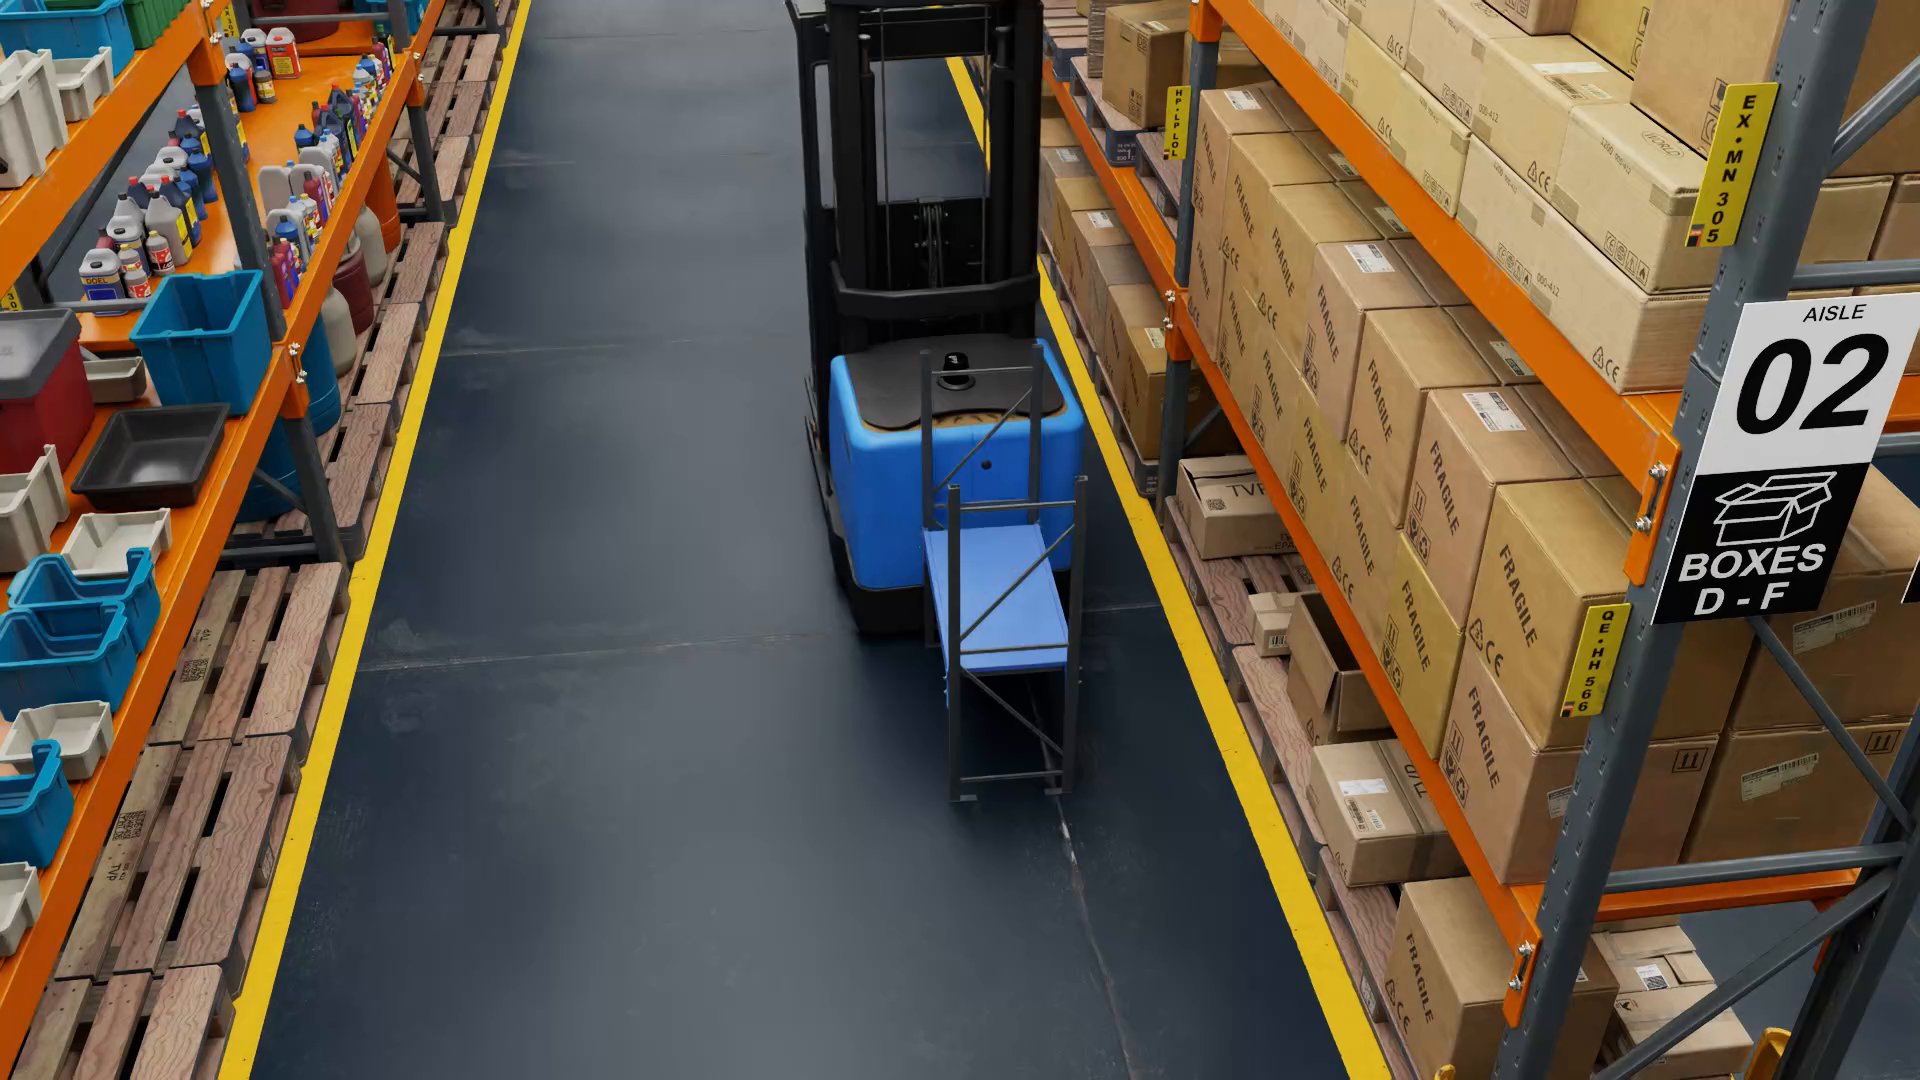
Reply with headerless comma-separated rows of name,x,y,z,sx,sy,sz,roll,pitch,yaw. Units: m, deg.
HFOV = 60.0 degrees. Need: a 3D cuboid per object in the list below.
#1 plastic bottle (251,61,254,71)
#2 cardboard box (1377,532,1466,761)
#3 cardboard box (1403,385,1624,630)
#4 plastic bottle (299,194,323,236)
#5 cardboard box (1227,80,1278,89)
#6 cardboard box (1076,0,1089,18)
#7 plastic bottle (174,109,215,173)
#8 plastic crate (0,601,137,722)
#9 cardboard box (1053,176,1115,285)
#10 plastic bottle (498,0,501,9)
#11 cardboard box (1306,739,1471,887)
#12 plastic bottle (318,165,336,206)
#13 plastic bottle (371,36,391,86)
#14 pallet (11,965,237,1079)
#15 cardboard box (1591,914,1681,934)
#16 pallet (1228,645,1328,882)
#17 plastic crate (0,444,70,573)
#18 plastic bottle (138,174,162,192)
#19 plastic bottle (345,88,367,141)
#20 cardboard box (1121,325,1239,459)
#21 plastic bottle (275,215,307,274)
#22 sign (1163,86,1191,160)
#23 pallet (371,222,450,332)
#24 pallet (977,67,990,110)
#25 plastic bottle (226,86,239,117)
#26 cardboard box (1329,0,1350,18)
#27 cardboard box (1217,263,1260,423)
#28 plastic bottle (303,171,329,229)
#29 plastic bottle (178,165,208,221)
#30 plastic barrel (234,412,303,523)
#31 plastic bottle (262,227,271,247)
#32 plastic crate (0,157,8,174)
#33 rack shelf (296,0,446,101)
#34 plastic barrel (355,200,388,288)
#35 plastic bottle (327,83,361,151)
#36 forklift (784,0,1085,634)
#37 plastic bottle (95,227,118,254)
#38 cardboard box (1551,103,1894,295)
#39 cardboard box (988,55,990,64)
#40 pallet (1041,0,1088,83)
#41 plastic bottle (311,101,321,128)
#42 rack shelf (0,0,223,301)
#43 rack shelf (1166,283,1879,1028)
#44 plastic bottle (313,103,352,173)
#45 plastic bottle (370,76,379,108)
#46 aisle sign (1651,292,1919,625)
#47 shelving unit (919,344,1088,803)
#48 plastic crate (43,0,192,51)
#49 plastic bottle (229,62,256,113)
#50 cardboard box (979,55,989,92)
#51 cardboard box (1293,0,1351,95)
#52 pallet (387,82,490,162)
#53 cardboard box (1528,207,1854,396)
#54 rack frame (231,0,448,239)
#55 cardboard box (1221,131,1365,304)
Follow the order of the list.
plastic bottle,-4.218,-2.761,9.814,0.097,0.201,0.097,0,34,0
cardboard box,1.624,0.301,5.055,0.500,0.500,0.500,-4,34,-6
cardboard box,1.627,-0.103,4.760,0.500,0.500,0.500,-3,34,-5
plastic bottle,-3.168,-1.583,8.085,0.097,0.201,0.097,0,34,0
cardboard box,1.648,-1.867,7.864,0.700,0.500,0.500,-16,37,-22
cardboard box,1.148,-3.475,10.224,0.700,0.500,0.500,-16,37,-22
plastic bottle,-4.015,-2.080,8.683,0.144,0.351,0.185,-4,35,-6
plastic crate,-2.765,0.381,5.122,0.416,0.233,0.300,-4,35,-6
cardboard box,0.868,-1.904,10.210,0.500,0.500,0.500,-5,35,-7
plastic bottle,-4.131,-4.812,14.742,0.097,0.201,0.097,0,34,0
cardboard box,1.612,0.998,6.172,0.500,0.250,0.500,-4,35,-6
plastic bottle,-3.217,-1.786,8.384,0.097,0.201,0.097,0,34,0
plastic bottle,-3.449,-2.860,9.886,0.061,0.283,0.133,-4,35,-6
pallet,-2.954,1.923,5.240,1.003,0.211,1.213,-4,35,-6
cardboard box,2.168,1.212,5.859,0.500,0.250,0.500,-4,35,-6
pallet,1.748,0.847,6.820,1.003,0.211,1.213,-4,35,-6
plastic crate,-3.396,-0.108,5.796,0.437,0.282,0.530,-4,35,-6
plastic bottle,-3.909,-1.627,8.085,0.152,0.276,0.135,-4,35,-6
plastic bottle,-3.326,-2.351,9.139,0.061,0.283,0.133,-4,35,-6
cardboard box,1.139,-0.773,8.550,0.500,0.500,0.500,-5,35,-7
plastic bottle,-3.110,-1.373,7.716,0.097,0.271,0.097,0,34,0
sign,0.940,-1.805,7.207,0.100,0.325,0.005,-4,35,-6
pallet,-3.810,-1.641,10.470,1.003,0.211,1.213,-4,35,-6
pallet,0.719,-3.592,13.334,1.003,0.211,1.213,-4,35,-6
plastic bottle,-4.151,-2.483,9.406,0.097,0.201,0.097,0,34,0
cardboard box,1.434,-1.906,5.409,0.500,0.250,0.500,-4,35,-6
cardboard box,1.360,-0.822,6.703,0.500,0.500,0.500,-4,34,-6
plastic bottle,-3.165,-1.682,8.158,0.061,0.283,0.133,-4,35,-6
plastic bottle,-3.806,-1.720,8.225,0.097,0.271,0.097,0,34,0
plastic barrel,-3.475,-0.609,7.971,0.600,0.901,0.708,-4,35,-6
plastic bottle,-3.274,-1.387,7.799,0.097,0.201,0.097,0,34,0
plastic crate,-2.814,-0.853,4.230,0.504,0.338,0.767,-4,35,-6
rack shelf,-4.226,-4.049,12.166,1.077,0.370,4.000,-4,35,-6
plastic barrel,-3.710,-1.795,10.057,0.421,0.512,0.421,0,34,0
plastic bottle,-3.346,-2.286,8.985,0.144,0.351,0.185,-4,35,-6
forklift,-0.220,-1.611,8.012,1.130,2.935,3.031,-6,35,-9
plastic bottle,-3.869,-1.271,7.555,0.061,0.283,0.133,-4,35,-6
cardboard box,1.706,-0.790,3.772,0.500,0.250,0.500,-4,35,-6
cardboard box,0.496,-3.717,12.612,0.500,0.311,0.500,-5,35,-7
pallet,1.112,-3.151,10.380,1.213,0.211,1.003,-4,35,-6
plastic bottle,-3.444,-2.237,8.972,0.061,0.283,0.133,-4,35,-6
rack shelf,-3.150,-0.824,4.771,1.077,0.370,4.000,-4,35,-6
rack shelf,1.759,0.042,6.163,1.077,0.370,4.000,-4,35,-6
plastic bottle,-3.303,-2.109,8.725,0.144,0.351,0.185,-4,35,-6
plastic bottle,-3.412,-2.597,9.574,0.097,0.201,0.097,0,34,0
aisle sign,1.733,-0.152,3.501,0.394,0.787,0.004,-4,35,-6
shelving unit,0.147,0.131,6.726,0.538,1.500,1.048,-4,34,-5
plastic crate,-3.063,-1.936,5.952,0.450,0.188,0.662,-4,35,-6
plastic bottle,-4.108,-2.591,9.502,0.097,0.271,0.097,0,34,0
cardboard box,0.430,-3.771,13.188,0.500,0.250,0.500,-4,34,-5
cardboard box,1.439,-1.700,5.551,0.500,0.250,0.500,-4,35,-6
pallet,-4.184,-3.192,12.747,1.003,0.211,1.213,-4,35,-6
cardboard box,1.697,-0.583,3.912,0.500,0.250,0.500,-4,35,-6
rack frame,-3.957,-3.230,10.326,1.000,3.000,0.127,-4,35,-6
cardboard box,1.344,-1.253,6.449,0.500,0.500,0.500,-5,35,-8
